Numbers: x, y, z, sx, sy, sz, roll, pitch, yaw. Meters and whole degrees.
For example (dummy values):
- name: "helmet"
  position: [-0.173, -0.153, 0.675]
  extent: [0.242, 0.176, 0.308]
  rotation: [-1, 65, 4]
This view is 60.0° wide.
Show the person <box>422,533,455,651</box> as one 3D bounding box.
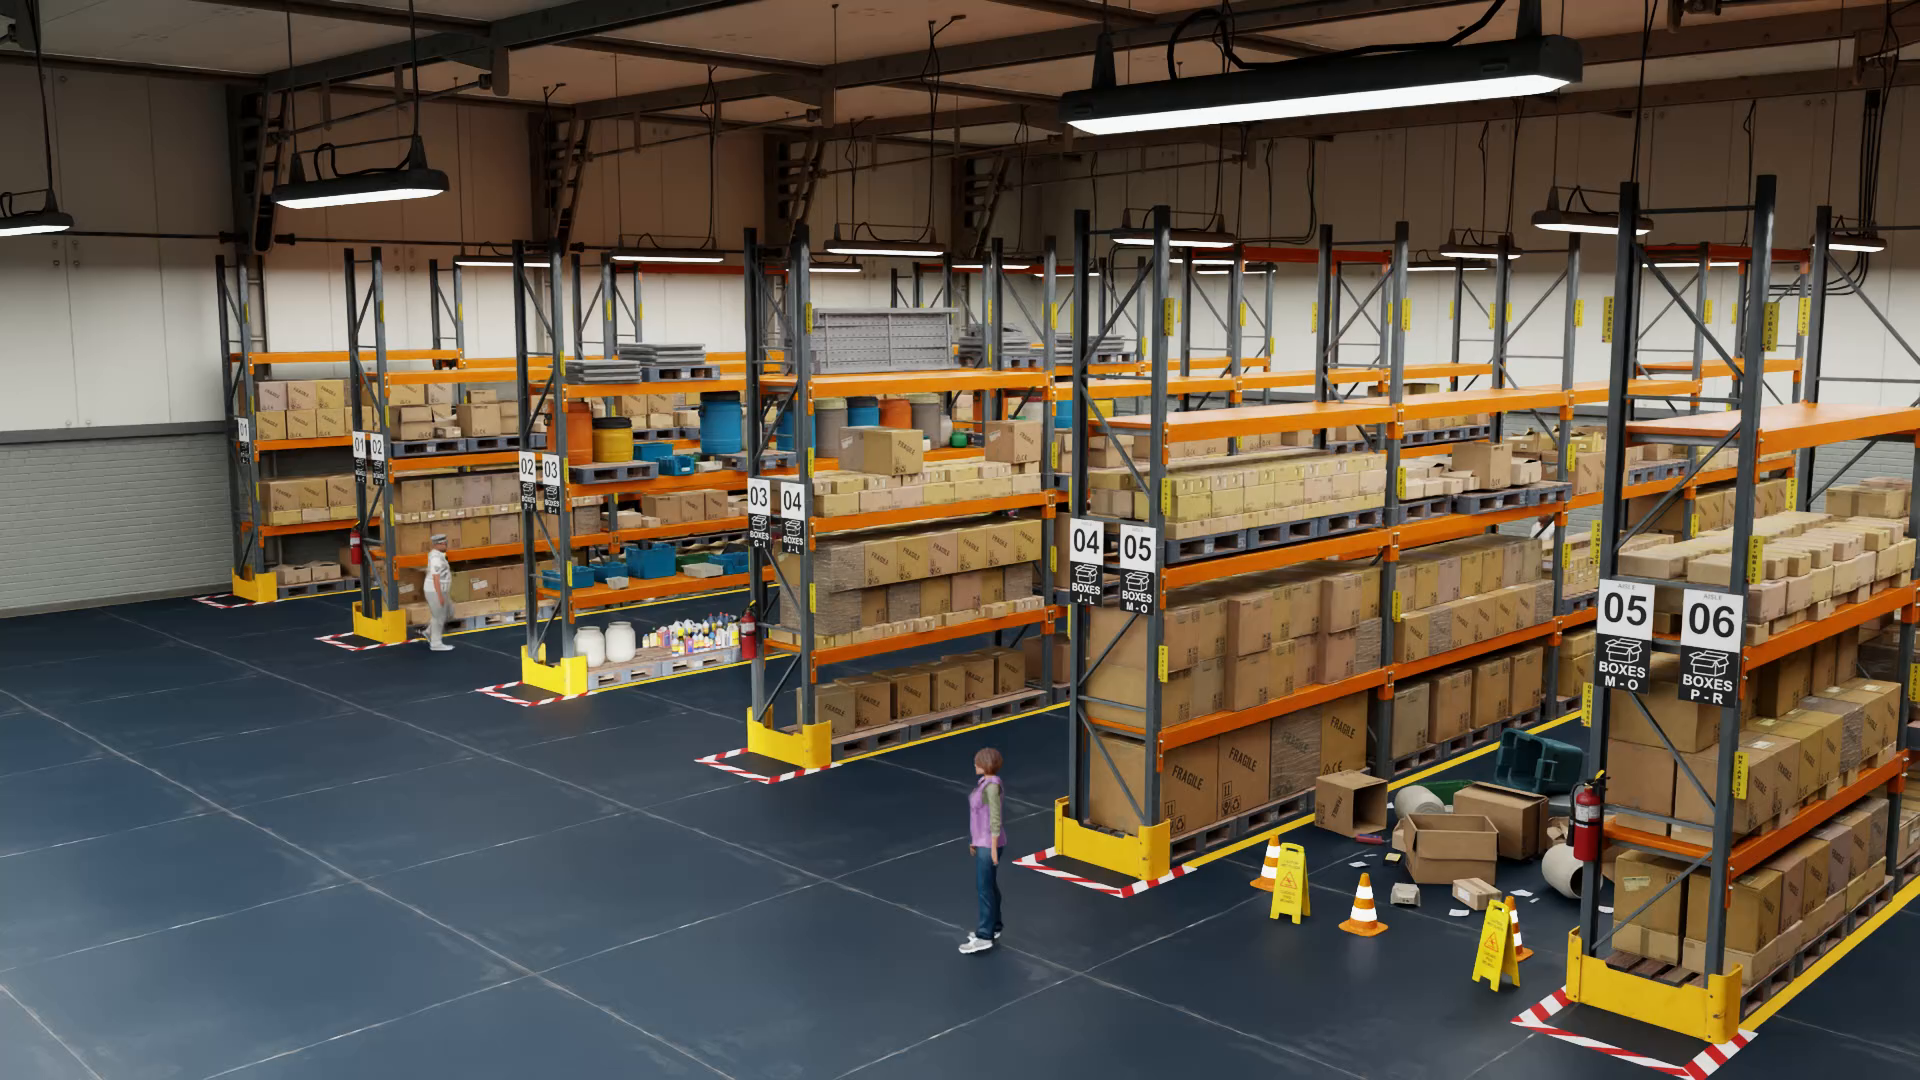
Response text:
- name: "person"
  position: [-7.822, 0.783, 24.838]
  extent: [0.494, 1.774, 0.577]
  rotation: [-2, 8, -13]

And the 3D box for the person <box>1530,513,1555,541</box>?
- name: "person"
  position: [10.010, 0.285, 28.512]
  extent: [0.670, 1.729, 0.998]
  rotation: [6, 10, 36]

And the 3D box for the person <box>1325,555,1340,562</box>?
- name: "person"
  position: [5.052, 1.063, 22.812]
  extent: [0.405, 1.802, 0.589]
  rotation: [2, 8, 13]

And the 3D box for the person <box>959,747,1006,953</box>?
- name: "person"
  position: [0.177, 2.497, 13.452]
  extent: [0.398, 1.578, 0.511]
  rotation: [-1, 8, -4]
